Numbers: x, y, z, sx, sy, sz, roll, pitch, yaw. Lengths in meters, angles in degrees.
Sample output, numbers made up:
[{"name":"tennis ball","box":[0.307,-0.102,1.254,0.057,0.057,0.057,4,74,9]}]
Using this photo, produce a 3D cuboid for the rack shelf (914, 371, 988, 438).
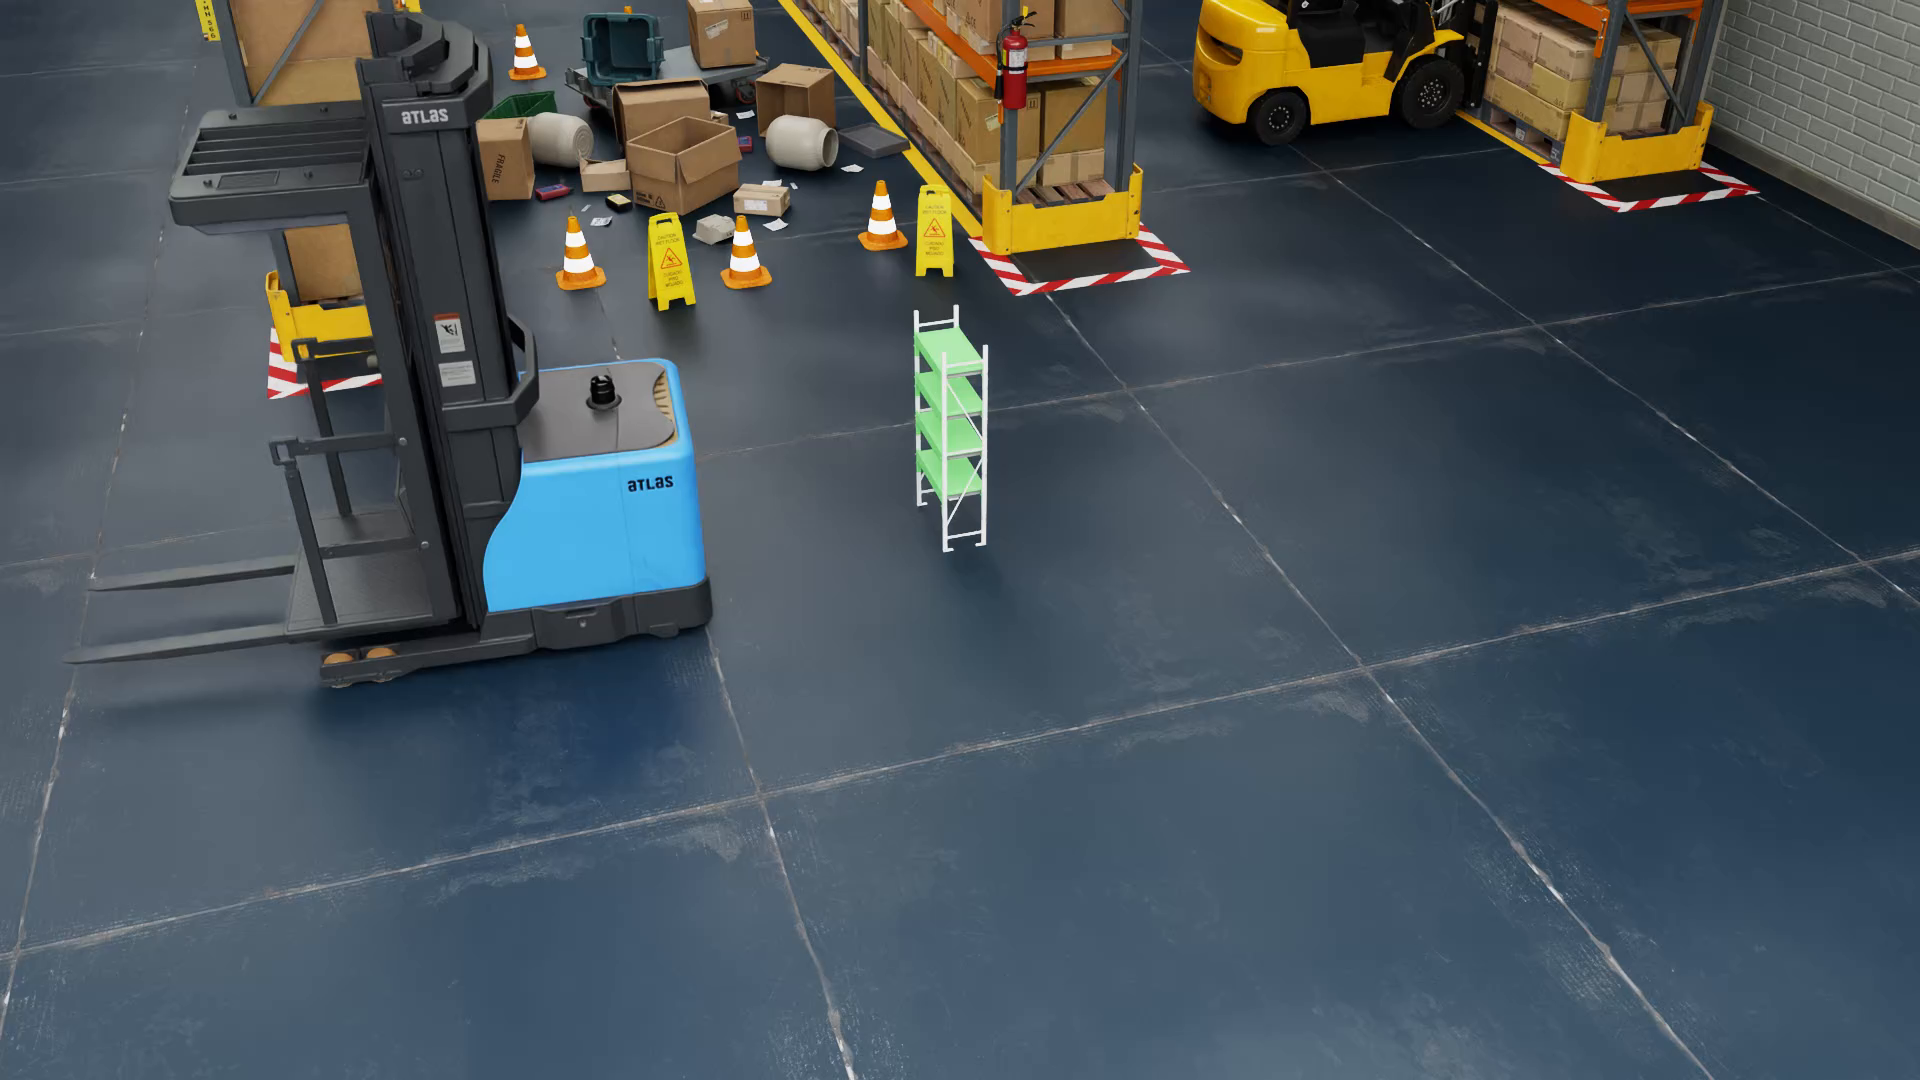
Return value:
[{"name":"rack shelf","box":[-0.050,-0.734,8.773,0.258,0.148,0.480,-10,35,-15]}]

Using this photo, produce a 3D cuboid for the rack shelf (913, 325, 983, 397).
[{"name":"rack shelf","box":[-0.050,-0.935,8.641,0.258,0.148,0.480,-10,35,-15]}]

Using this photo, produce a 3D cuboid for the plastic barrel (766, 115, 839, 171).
[{"name":"plastic barrel","box":[-1.290,-3.241,13.590,0.512,0.421,0.421,13,36,18]}]

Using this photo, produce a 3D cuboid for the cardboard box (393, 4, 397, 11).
[{"name":"cardboard box","box":[-4.297,-3.450,11.434,0.875,0.550,0.550,-10,35,-15]}]

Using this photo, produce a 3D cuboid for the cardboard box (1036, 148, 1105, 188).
[{"name":"cardboard box","box":[0.799,-2.984,12.977,0.500,0.250,0.500,-10,35,-15]}]

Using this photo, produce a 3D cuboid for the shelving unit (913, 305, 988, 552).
[{"name":"shelving unit","box":[-0.050,-0.587,8.870,0.258,1.200,0.503,-10,35,-15]}]

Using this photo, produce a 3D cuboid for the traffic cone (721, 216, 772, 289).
[{"name":"traffic cone","box":[-1.531,-2.071,11.784,0.336,0.463,0.334,-10,35,-15]}]

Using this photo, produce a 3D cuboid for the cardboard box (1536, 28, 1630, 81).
[{"name":"cardboard box","box":[5.071,-3.957,13.543,0.500,0.250,0.500,-9,34,-13]}]

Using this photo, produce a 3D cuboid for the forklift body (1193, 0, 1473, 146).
[{"name":"forklift body","box":[3.192,-4.657,14.166,2.313,2.155,1.214,-10,35,-15]}]

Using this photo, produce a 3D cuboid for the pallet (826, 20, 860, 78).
[{"name":"pallet","box":[-0.677,-4.831,16.189,1.003,0.211,1.213,-10,35,-15]}]

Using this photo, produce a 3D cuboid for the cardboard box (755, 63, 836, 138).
[{"name":"cardboard box","box":[-1.407,-3.752,14.292,0.500,0.500,0.500,13,36,18]}]

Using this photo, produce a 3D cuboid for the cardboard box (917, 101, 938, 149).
[{"name":"cardboard box","box":[-0.036,-3.440,13.667,0.500,0.250,0.500,-11,35,-16]}]

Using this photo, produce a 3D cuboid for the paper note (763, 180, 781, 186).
[{"name":"paper note","box":[-1.518,-2.875,13.403,0.148,0.019,0.142,1,33,2]}]

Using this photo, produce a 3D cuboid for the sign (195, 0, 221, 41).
[{"name":"sign","box":[-4.422,-3.098,9.772,0.100,0.325,0.005,-10,35,-15]}]

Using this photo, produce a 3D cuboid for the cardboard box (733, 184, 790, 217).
[{"name":"cardboard box","box":[-1.541,-2.644,12.936,0.380,0.149,0.250,7,34,10]}]

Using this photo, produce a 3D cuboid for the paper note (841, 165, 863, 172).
[{"name":"paper note","box":[-0.881,-3.059,13.671,0.142,0.019,0.148,-23,40,-31]}]

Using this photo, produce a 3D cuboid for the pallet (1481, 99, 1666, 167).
[{"name":"pallet","box":[5.235,-3.553,14.255,1.003,0.211,1.213,-10,35,-15]}]

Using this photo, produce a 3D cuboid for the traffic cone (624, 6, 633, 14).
[{"name":"traffic cone","box":[-3.190,-4.927,16.106,0.336,0.463,0.334,-10,35,-15]}]

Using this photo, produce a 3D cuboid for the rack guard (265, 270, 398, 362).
[{"name":"rack guard","box":[-3.894,-1.545,10.953,1.175,0.500,0.348,-10,35,-15]}]

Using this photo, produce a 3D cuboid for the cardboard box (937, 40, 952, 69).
[{"name":"cardboard box","box":[0.040,-3.788,12.925,0.380,0.149,0.250,-9,35,-14]}]

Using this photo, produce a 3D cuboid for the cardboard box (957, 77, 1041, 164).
[{"name":"cardboard box","box":[0.289,-3.203,12.629,0.500,0.500,0.500,-10,35,-14]}]

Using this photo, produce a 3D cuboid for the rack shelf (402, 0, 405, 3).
[{"name":"rack shelf","box":[-5.731,-5.450,15.249,1.077,0.370,4.000,-10,35,-15]}]

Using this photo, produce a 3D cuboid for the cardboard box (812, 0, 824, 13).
[{"name":"cardboard box","box":[-1.037,-5.681,16.949,0.950,0.372,0.625,-9,34,-13]}]

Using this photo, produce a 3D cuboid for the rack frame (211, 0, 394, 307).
[{"name":"rack frame","box":[-3.901,-2.600,10.283,1.000,3.000,0.127,-10,35,-15]}]

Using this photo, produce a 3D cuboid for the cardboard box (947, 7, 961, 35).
[{"name":"cardboard box","box":[0.116,-3.924,12.514,0.380,0.149,0.250,-9,35,-14]}]

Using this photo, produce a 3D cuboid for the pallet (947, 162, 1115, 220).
[{"name":"pallet","box":[0.545,-2.795,13.107,1.003,0.211,1.213,-10,35,-15]}]

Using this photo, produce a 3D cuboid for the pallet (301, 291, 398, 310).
[{"name":"pallet","box":[-4.220,-1.843,11.668,1.003,0.211,1.213,-10,35,-15]}]

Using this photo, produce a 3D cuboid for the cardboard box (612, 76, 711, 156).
[{"name":"cardboard box","box":[-2.458,-3.487,13.766,0.797,0.637,0.503,-10,35,-15]}]

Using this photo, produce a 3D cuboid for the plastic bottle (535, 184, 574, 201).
[{"name":"plastic bottle","box":[-3.217,-2.768,13.203,0.283,0.061,0.133,-23,40,-31]}]

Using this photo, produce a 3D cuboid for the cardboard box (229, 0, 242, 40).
[{"name":"cardboard box","box":[-4.233,-3.588,10.663,0.875,0.550,0.550,-10,35,-15]}]

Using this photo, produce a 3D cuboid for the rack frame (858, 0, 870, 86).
[{"name":"rack frame","box":[-0.438,-5.586,14.802,1.000,3.000,0.127,-10,35,-15]}]

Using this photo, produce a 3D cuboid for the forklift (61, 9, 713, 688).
[{"name":"forklift","box":[-2.818,-0.833,7.672,3.031,2.935,1.130,-7,34,-11]}]

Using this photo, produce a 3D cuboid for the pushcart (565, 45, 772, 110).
[{"name":"pushcart","box":[-2.594,-4.082,14.905,1.648,0.377,0.936,-23,40,-31]}]

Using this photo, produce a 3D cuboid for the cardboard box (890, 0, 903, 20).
[{"name":"cardboard box","box":[-0.376,-4.497,13.998,0.380,0.149,0.250,-9,34,-13]}]

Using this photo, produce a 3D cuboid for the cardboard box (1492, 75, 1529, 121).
[{"name":"cardboard box","box":[4.921,-3.806,14.222,0.500,0.250,0.500,-10,35,-15]}]

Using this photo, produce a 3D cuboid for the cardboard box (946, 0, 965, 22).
[{"name":"cardboard box","box":[0.206,-4.154,12.274,0.500,0.500,0.500,-10,35,-15]}]

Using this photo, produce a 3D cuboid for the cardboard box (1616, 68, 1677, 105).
[{"name":"cardboard box","box":[5.563,-3.841,13.820,0.500,0.250,0.500,-9,35,-14]}]

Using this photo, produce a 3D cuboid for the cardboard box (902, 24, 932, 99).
[{"name":"cardboard box","box":[-0.184,-4.020,13.865,0.500,0.500,0.500,-8,34,-12]}]

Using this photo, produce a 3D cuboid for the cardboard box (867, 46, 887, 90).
[{"name":"cardboard box","box":[-0.515,-4.258,14.906,0.500,0.250,0.500,-12,35,-17]}]

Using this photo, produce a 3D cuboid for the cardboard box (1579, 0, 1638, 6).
[{"name":"cardboard box","box":[5.108,-4.578,13.186,0.500,0.500,0.500,-11,35,-16]}]

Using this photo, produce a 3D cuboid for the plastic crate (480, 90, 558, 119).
[{"name":"plastic crate","box":[-3.821,-3.680,14.416,0.450,0.188,0.662,-2,32,16]}]

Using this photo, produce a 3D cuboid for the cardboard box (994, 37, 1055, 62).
[{"name":"cardboard box","box":[0.464,-3.541,11.935,0.380,0.149,0.250,-9,34,-13]}]

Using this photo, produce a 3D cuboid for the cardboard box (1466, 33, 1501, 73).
[{"name":"cardboard box","box":[4.742,-4.294,14.507,0.500,0.250,0.500,-11,35,-16]}]
